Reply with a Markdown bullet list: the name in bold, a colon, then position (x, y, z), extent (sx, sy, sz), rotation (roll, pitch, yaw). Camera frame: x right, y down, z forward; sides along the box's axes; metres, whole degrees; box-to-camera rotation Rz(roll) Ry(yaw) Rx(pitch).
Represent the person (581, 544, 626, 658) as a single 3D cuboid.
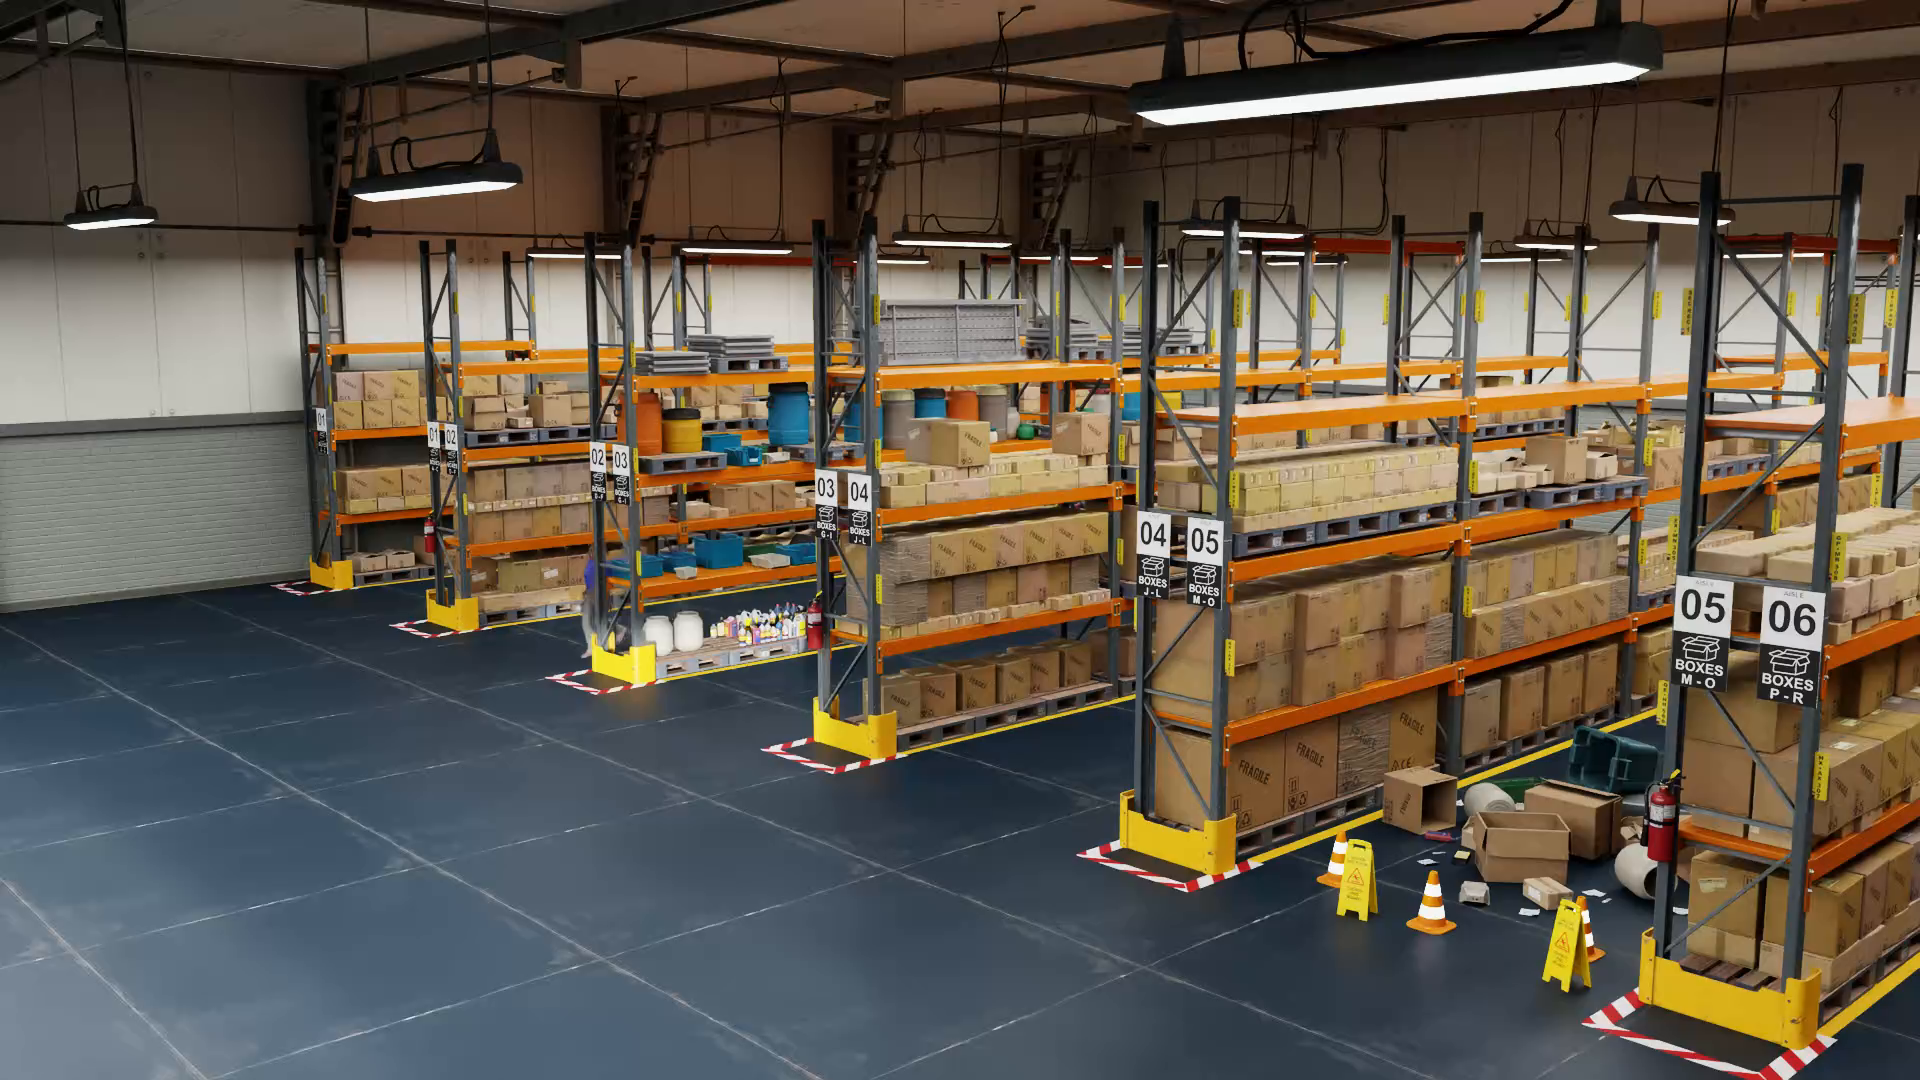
- **person**: position (-5.211, 0.849, 24.101), extent (0.593, 1.646, 0.763), rotation (6, 10, 35)
